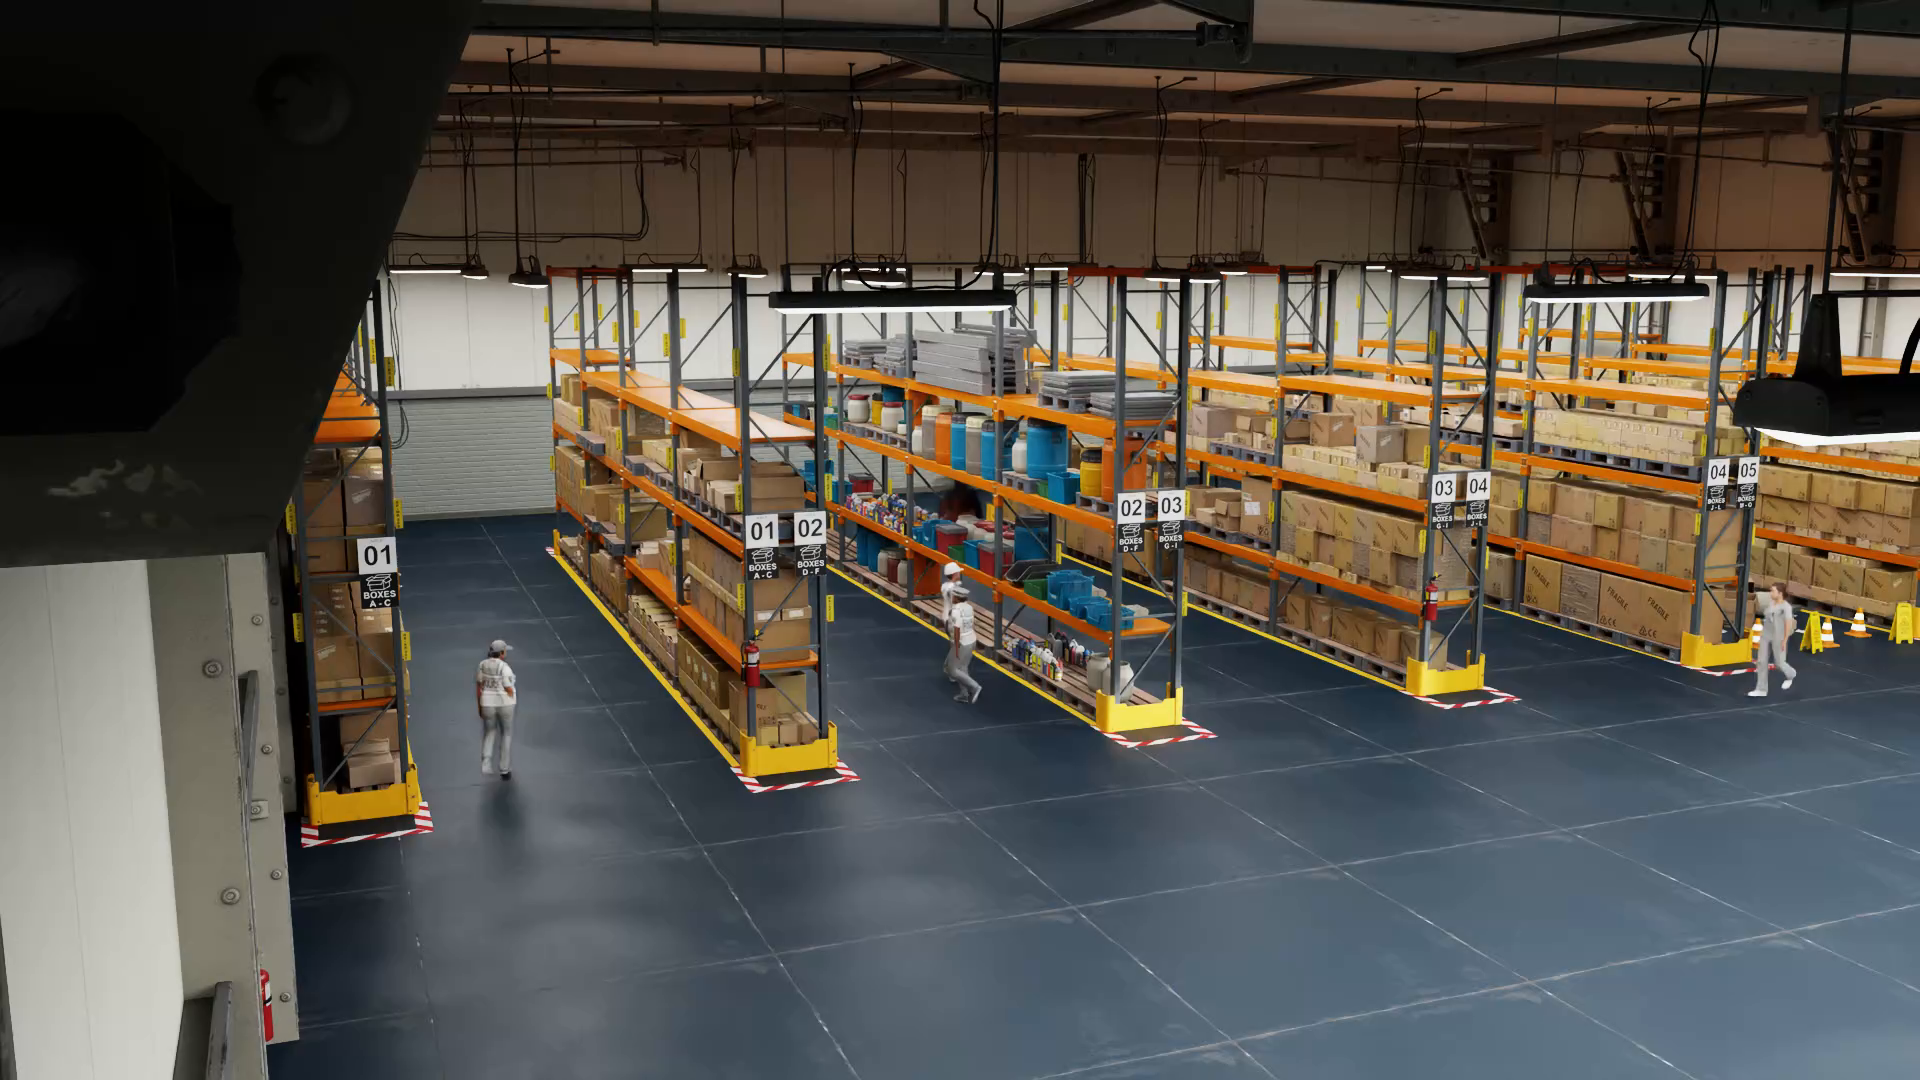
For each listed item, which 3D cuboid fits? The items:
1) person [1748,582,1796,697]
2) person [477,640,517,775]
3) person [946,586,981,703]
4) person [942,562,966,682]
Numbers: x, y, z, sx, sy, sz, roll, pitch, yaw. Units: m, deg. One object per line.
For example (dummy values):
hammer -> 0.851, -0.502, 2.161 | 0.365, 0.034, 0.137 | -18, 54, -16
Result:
person -> 11.670, 1.411, 23.761 | 0.784, 1.655, 0.436 | -8, 13, -39
person -> -5.615, 2.028, 20.164 | 0.492, 1.659, 0.505 | 1, 10, 3
person -> 0.061, 1.481, 23.273 | 0.493, 1.662, 0.495 | 4, 11, 20
person -> -0.064, 1.224, 24.609 | 0.377, 1.800, 0.592 | -2, 10, -10
